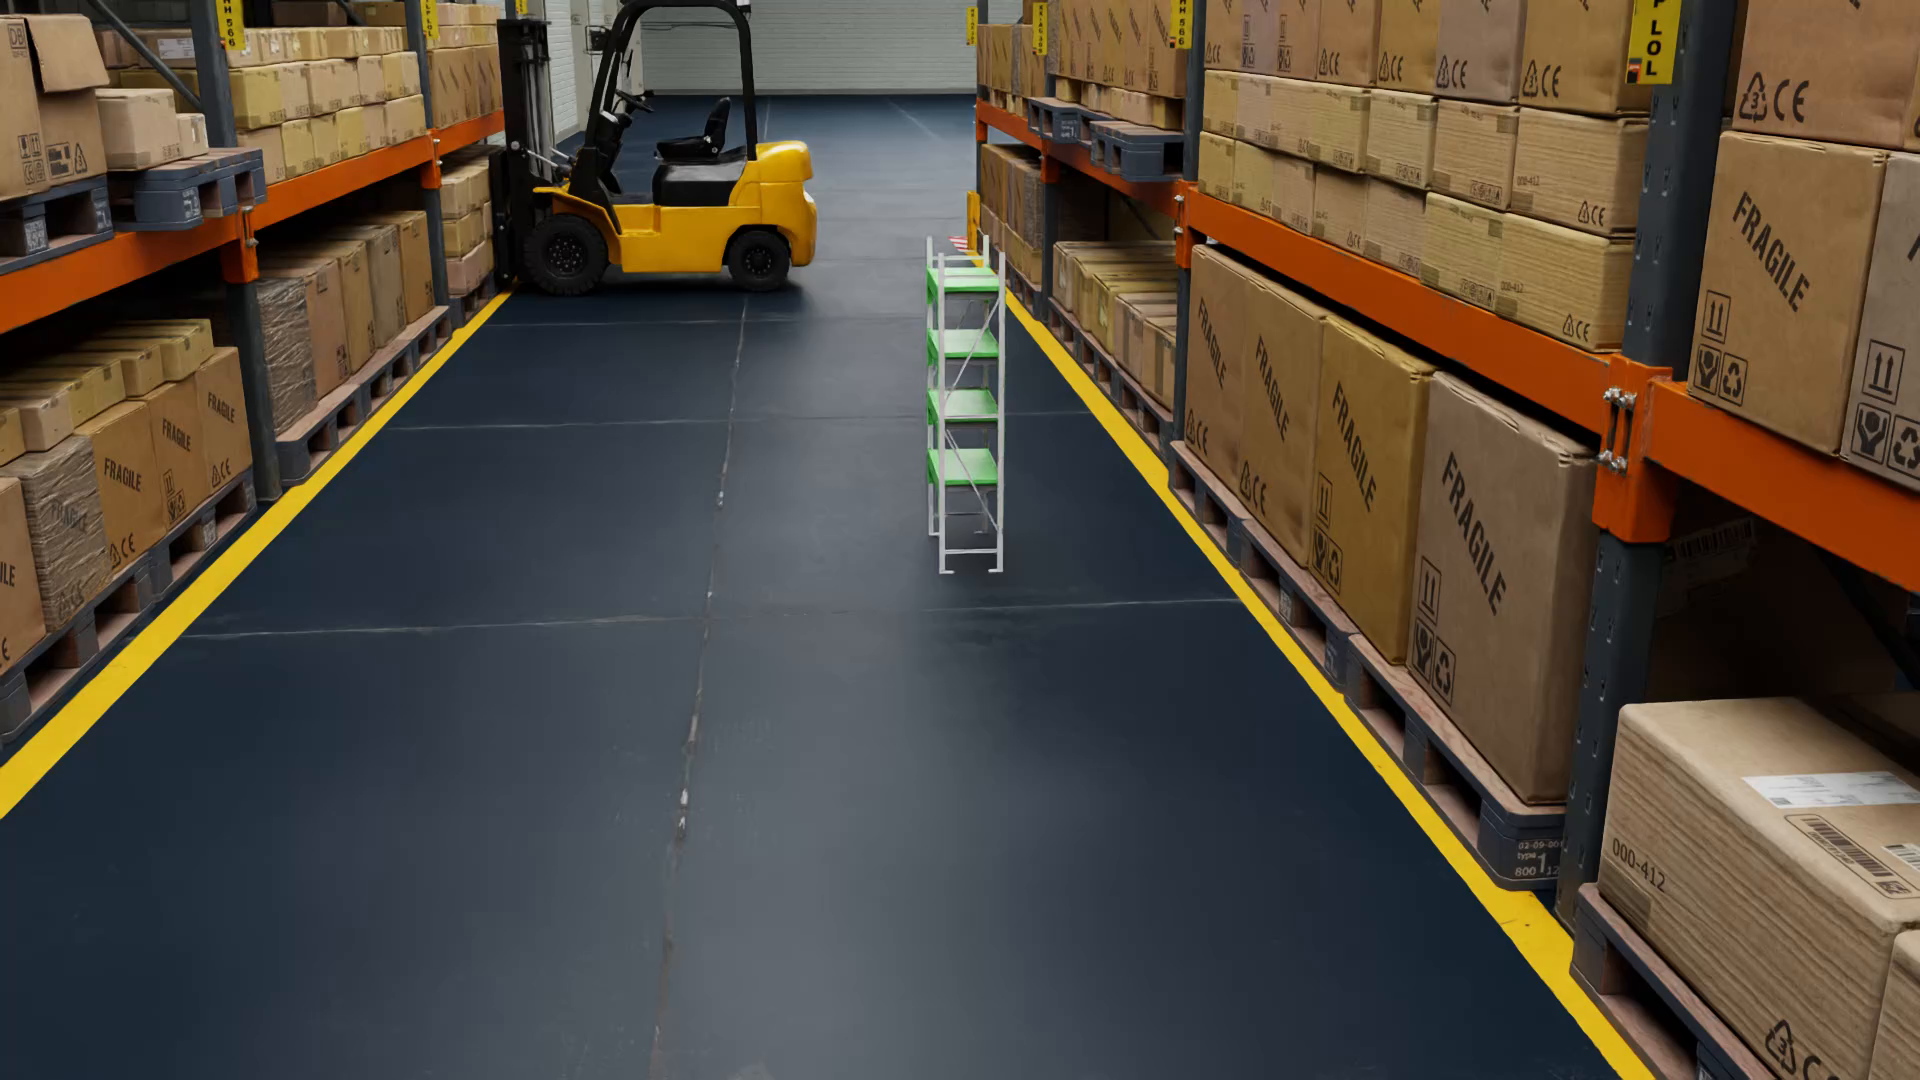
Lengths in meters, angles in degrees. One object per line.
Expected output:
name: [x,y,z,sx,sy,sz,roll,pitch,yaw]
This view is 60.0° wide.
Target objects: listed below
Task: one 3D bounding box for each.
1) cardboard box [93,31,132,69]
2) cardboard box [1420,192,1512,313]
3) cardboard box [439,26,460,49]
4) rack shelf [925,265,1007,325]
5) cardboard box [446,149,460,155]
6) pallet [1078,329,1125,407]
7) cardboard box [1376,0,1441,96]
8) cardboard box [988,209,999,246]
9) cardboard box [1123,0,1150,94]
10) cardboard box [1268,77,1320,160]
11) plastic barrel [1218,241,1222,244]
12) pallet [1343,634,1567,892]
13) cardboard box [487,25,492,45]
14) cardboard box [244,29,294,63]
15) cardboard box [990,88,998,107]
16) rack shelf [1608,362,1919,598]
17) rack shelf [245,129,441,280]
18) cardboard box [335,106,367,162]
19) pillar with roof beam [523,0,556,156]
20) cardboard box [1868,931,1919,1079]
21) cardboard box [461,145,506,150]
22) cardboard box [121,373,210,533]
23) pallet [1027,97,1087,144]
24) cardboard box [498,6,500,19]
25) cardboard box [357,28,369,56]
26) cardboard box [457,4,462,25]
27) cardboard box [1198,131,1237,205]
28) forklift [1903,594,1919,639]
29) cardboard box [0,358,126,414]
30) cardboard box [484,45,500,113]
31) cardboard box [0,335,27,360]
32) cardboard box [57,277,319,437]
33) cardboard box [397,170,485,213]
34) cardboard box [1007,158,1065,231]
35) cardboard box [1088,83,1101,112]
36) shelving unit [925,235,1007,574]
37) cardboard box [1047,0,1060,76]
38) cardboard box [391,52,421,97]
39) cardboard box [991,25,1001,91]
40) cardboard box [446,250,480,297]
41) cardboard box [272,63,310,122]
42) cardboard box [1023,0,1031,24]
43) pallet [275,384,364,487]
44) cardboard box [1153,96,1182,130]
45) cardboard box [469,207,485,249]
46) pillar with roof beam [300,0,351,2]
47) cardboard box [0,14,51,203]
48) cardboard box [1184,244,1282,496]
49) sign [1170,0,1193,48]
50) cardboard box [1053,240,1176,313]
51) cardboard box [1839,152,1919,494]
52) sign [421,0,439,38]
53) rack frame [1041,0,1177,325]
cardboard box: [-3.695,-2.038,6.911,0.380,0.149,0.250,-1,17,-4]
cardboard box: [1.541,-0.759,4.337,0.500,0.250,0.500,-2,18,-6]
cardboard box: [-3.678,-3.472,11.478,0.380,0.149,0.250,-1,17,-4]
rack shelf: [0.017,-0.920,6.216,0.258,0.148,0.480,-2,18,-6]
cardboard box: [-4.369,-3.041,13.577,0.500,0.250,0.500,-2,18,-6]
pallet: [1.275,-1.010,9.541,1.003,0.211,1.213,-2,18,-6]
cardboard box: [1.500,-1.509,4.638,0.500,0.500,0.500,-1,17,-4]
cardboard box: [0.505,-2.615,13.889,0.500,0.250,0.500,-1,17,-4]
cardboard box: [1.089,-2.415,7.997,0.500,0.500,0.500,-2,18,-7]
cardboard box: [1.375,-1.450,5.704,0.500,0.250,0.500,-2,18,-6]
plastic barrel: [2.371,-2.330,13.393,0.512,0.421,0.421,11,21,32]
pallet: [1.735,0.550,4.573,1.003,0.211,1.213,-2,18,-6]
cardboard box: [-3.860,-3.929,12.936,0.380,0.149,0.250,-2,18,-7]
cardboard box: [-3.320,-2.284,7.695,0.380,0.149,0.250,-2,17,-5]
cardboard box: [0.448,-3.667,13.770,0.380,0.149,0.250,-2,17,-5]
rack shelf: [2.096,0.386,1.640,1.077,0.370,4.000,-2,18,-6]
rack shelf: [-3.666,-1.843,8.740,1.077,0.370,4.000,-2,18,-6]
cardboard box: [-3.422,-2.116,8.660,0.500,0.250,0.500,-1,17,-4]
pillar with roof beam: [-2.066,-10.309,24.490,9.100,9.000,0.400,-2,18,-6]
cardboard box: [1.940,0.926,2.295,0.875,0.438,0.875,-2,18,-7]
cardboard box: [-3.928,-3.212,14.119,0.500,0.250,0.500,-1,17,-4]
cardboard box: [-3.161,-0.329,6.190,0.500,0.500,0.500,-2,18,-6]
pallet: [0.998,-2.613,10.311,1.003,0.211,1.213,-2,18,-6]
cardboard box: [-3.982,-4.300,13.619,0.380,0.149,0.250,-2,18,-6]
cardboard box: [-3.475,-2.739,9.144,0.380,0.149,0.250,-2,18,-7]
cardboard box: [-3.866,-3.840,12.155,0.380,0.149,0.250,-2,18,-5]
cardboard box: [1.277,-1.519,6.760,0.500,0.250,0.500,-2,18,-7]
forklift: [3.705,-1.136,5.401,3.031,2.935,1.130,4,18,13]
cardboard box: [-3.133,-0.528,5.740,0.380,0.149,0.250,-1,17,-4]
cardboard box: [-3.876,-3.575,12.891,0.500,0.500,0.500,-2,18,-7]
cardboard box: [-3.716,-0.662,6.168,0.380,0.149,0.250,-1,17,-4]
cardboard box: [-3.511,-0.844,7.620,0.875,0.625,0.625,-1,17,-4]
cardboard box: [-3.653,-2.454,11.706,0.500,0.250,0.500,-2,18,-6]
cardboard box: [0.628,-2.654,12.761,0.500,0.500,0.500,-1,17,-3]
cardboard box: [0.914,-2.453,9.202,0.380,0.149,0.250,-1,17,-4]
shelving unit: [0.017,-0.523,6.340,0.258,1.200,0.503,-2,18,-6]
cardboard box: [0.827,-3.178,10.427,0.500,0.500,0.500,-1,17,-4]
cardboard box: [-3.568,-2.810,10.037,0.500,0.250,0.500,-2,18,-7]
cardboard box: [0.535,-3.862,13.307,0.500,0.500,0.500,-2,18,-7]
cardboard box: [-3.593,-1.825,11.371,0.500,0.250,0.500,-2,18,-5]
cardboard box: [-3.313,-2.046,7.602,0.500,0.250,0.500,-1,17,-4]
cardboard box: [0.921,-4.649,14.146,0.700,0.500,0.500,-2,18,-7]
pallet: [-3.506,-0.506,7.937,1.003,0.211,1.213,-2,18,-6]
cardboard box: [1.109,-1.993,7.736,0.380,0.149,0.250,-2,17,-5]
cardboard box: [-3.669,-2.213,11.772,0.500,0.250,0.500,-2,18,-6]
pillar with roof beam: [-0.828,-6.734,13.102,9.100,9.000,0.400,-2,18,-6]
cardboard box: [-3.009,-1.186,4.578,0.700,0.500,0.500,-2,18,-6]
cardboard box: [1.465,-0.723,6.818,0.875,0.875,0.875,-2,18,-6]
sign: [0.938,-2.240,7.002,0.100,0.325,0.005,-2,18,-6]
cardboard box: [1.121,-1.727,10.855,0.950,0.372,0.625,-2,17,-5]
cardboard box: [1.725,-0.303,2.466,0.500,0.500,0.500,-2,18,-5]
sign: [-3.334,-3.316,10.431,0.100,0.325,0.005,-2,18,-6]
rack frame: [1.064,-2.936,11.022,1.000,3.000,0.127,-2,18,-6]
